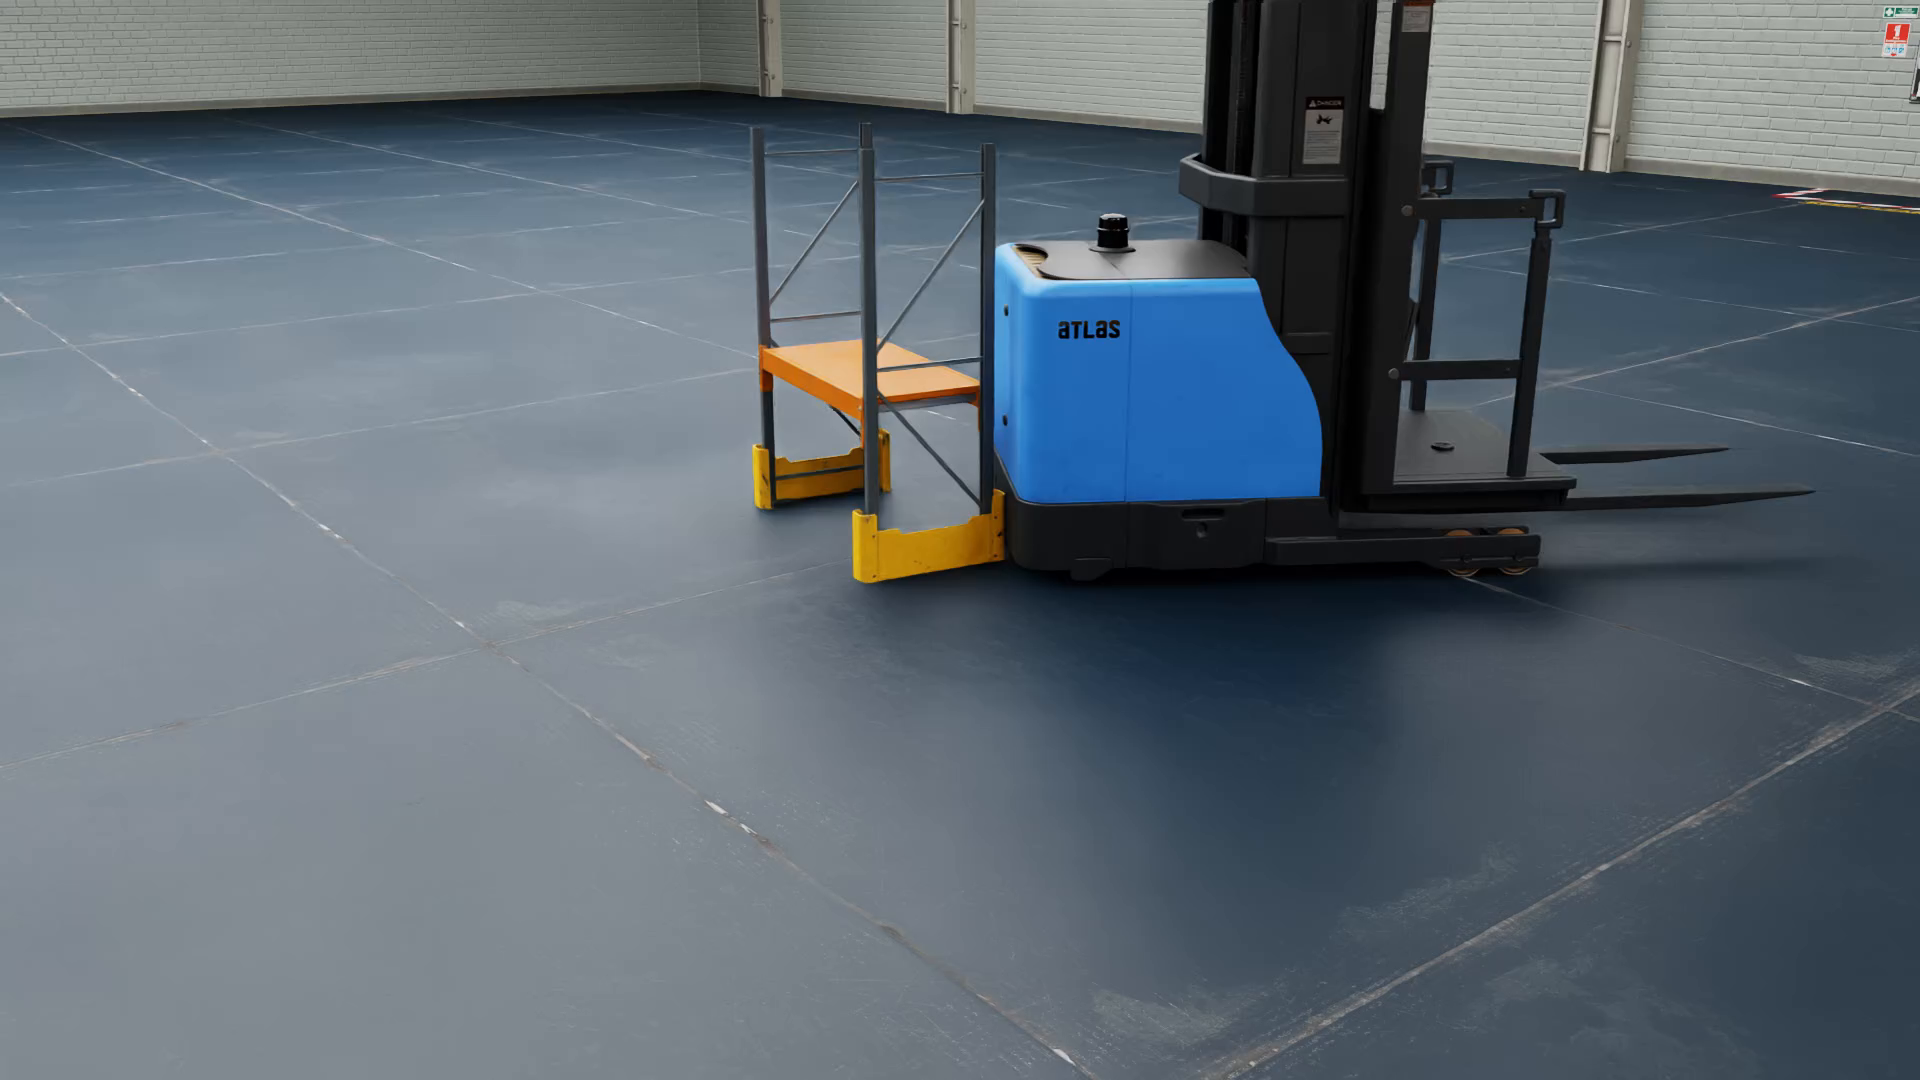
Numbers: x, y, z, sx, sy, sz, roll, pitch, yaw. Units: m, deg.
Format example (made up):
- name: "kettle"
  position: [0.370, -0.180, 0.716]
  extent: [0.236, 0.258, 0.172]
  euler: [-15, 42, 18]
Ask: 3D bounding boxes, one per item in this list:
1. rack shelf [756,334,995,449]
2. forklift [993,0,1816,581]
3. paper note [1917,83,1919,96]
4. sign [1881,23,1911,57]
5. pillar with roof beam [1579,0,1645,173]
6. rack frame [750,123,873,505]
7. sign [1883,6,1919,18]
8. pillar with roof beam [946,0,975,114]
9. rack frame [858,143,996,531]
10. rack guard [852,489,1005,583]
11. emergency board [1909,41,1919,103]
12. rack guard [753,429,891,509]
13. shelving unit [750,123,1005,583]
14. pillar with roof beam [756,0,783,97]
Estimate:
- name: "rack shelf"
  position: [-0.340, -0.582, 6.305]
  extent: [0.538, 0.185, 1.000]
  euler: [-9, 20, -26]
- name: "forklift"
  position: [1.662, -1.422, 5.995]
  extent: [3.031, 2.935, 1.130]
  euler: [-2, 18, -5]
- name: "paper note"
  position: [9.625, -4.497, 16.573]
  extent: [0.016, 0.148, 0.142]
  euler: [-14, 23, -36]
- name: "sign"
  position: [9.418, -5.031, 16.729]
  extent: [0.001, 0.329, 0.234]
  euler: [-14, 23, -36]
- name: "pillar with roof beam"
  position: [4.085, -7.728, 15.385]
  extent: [9.100, 9.000, 0.400]
  euler: [-14, 23, -36]
- name: "rack frame"
  position: [-0.574, -0.894, 6.677]
  extent: [0.500, 1.500, 0.032]
  euler: [-9, 20, -26]
- name: "sign"
  position: [9.414, -5.280, 16.637]
  extent: [0.001, 0.109, 0.331]
  euler: [-14, 23, -36]
- name: "pillar with roof beam"
  position: [-3.366, -10.685, 24.315]
  extent: [9.100, 9.000, 0.400]
  euler: [-14, 23, -36]
- name: "rack frame"
  position: [-0.107, -0.610, 5.820]
  extent: [0.500, 1.500, 0.032]
  euler: [-9, 20, -26]
- name: "rack guard"
  position: [-0.107, -0.017, 6.018]
  extent: [0.587, 0.250, 0.087]
  euler: [-9, 20, -26]
- name: "emergency board"
  position: [9.690, -4.864, 16.279]
  extent: [0.157, 1.169, 0.626]
  euler: [-14, 23, -36]
- name: "rack guard"
  position: [-0.565, -0.296, 6.857]
  extent: [0.587, 0.250, 0.087]
  euler: [-9, 20, -26]
- name: "shelving unit"
  position: [-0.336, -0.750, 6.241]
  extent: [0.587, 1.500, 1.083]
  euler: [-9, 20, -26]
- name: "pillar with roof beam"
  position: [-7.091, -12.163, 28.780]
  extent: [9.100, 9.000, 0.400]
  euler: [-14, 23, -36]
